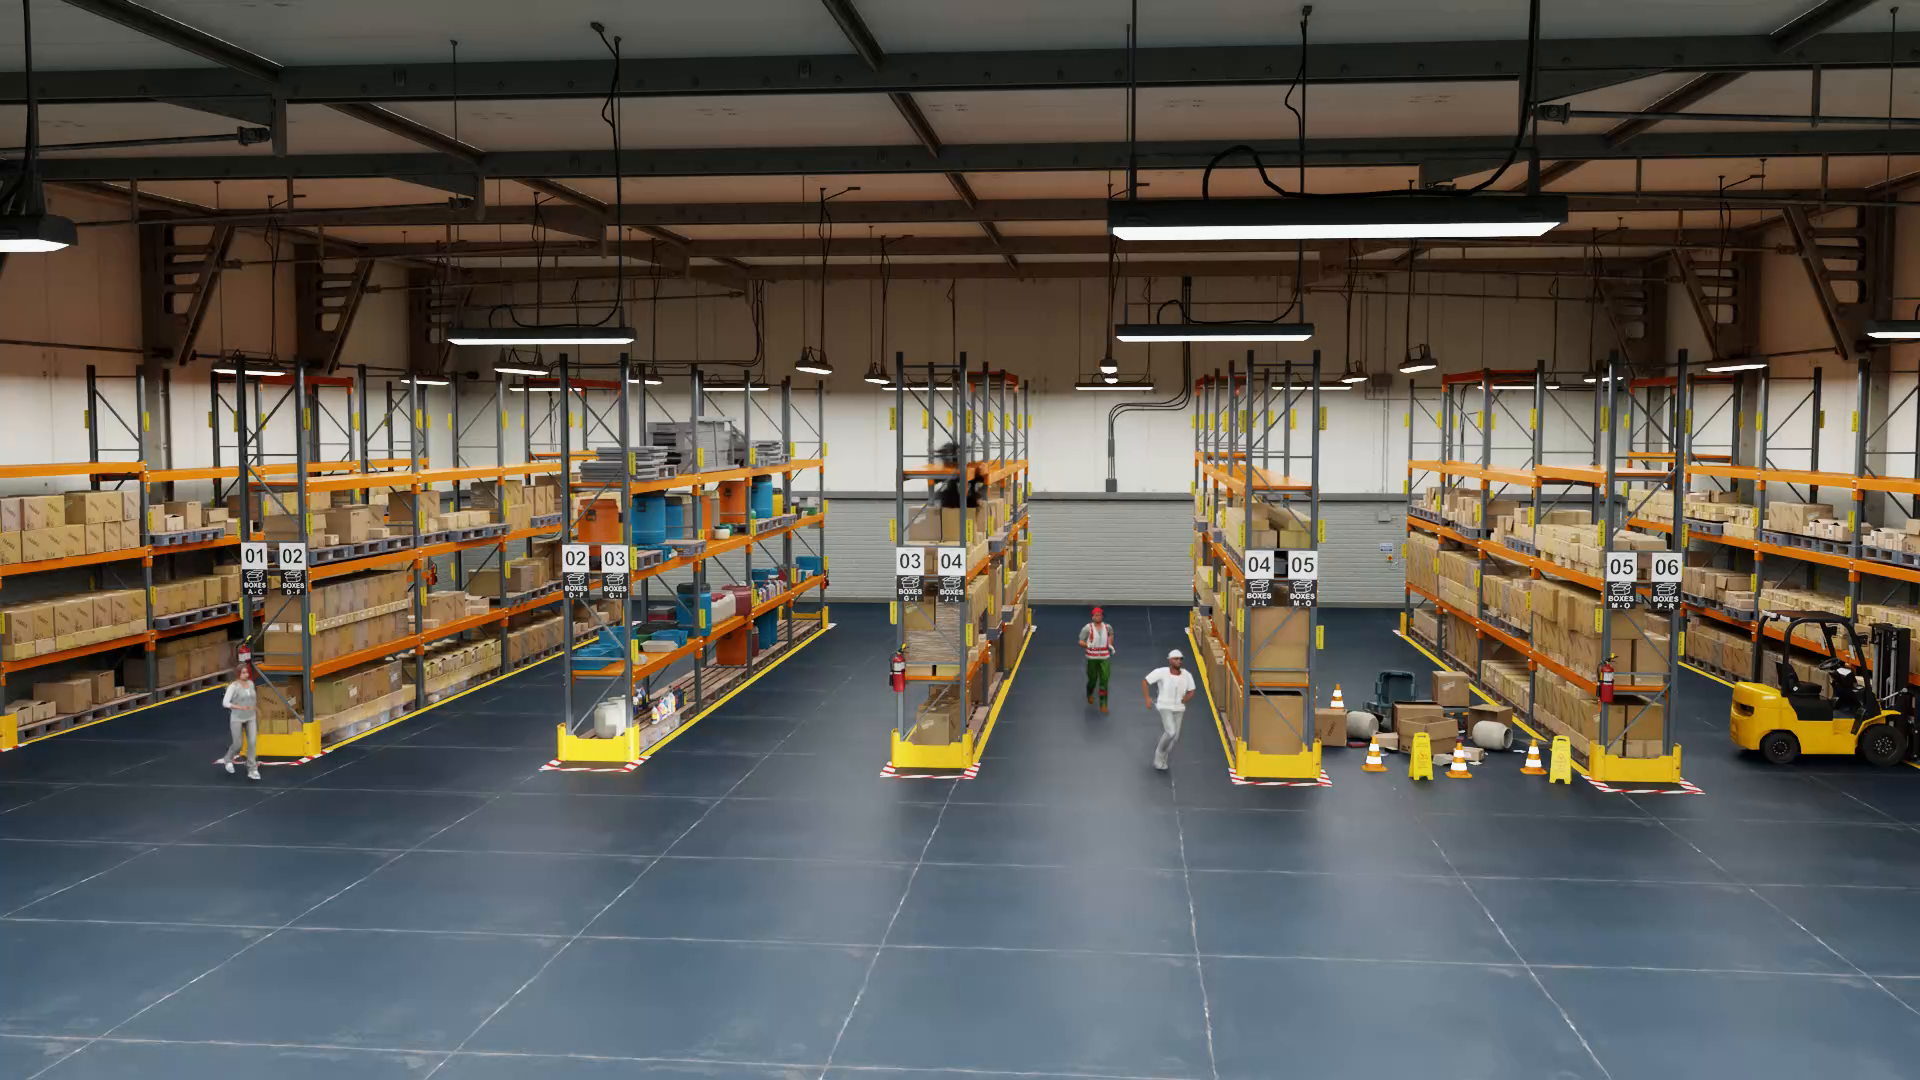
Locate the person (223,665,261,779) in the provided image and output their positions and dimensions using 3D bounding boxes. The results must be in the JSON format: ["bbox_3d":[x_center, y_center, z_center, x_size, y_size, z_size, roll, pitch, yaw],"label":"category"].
[{"bbox_3d":[-10.067,2.535,23.324,0.791,1.588,0.556,3,5,38],"label":"person"}]

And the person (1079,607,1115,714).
[{"bbox_3d":[2.366,2.047,28.631,0.654,1.783,0.988,-1,4,-8],"label":"person"}]

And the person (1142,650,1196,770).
[{"bbox_3d":[3.048,2.443,23.907,0.718,1.715,0.616,-2,4,-21],"label":"person"}]

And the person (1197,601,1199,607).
[{"bbox_3d":[6.013,1.303,40.789,0.433,1.587,0.776,0,4,6],"label":"person"}]
